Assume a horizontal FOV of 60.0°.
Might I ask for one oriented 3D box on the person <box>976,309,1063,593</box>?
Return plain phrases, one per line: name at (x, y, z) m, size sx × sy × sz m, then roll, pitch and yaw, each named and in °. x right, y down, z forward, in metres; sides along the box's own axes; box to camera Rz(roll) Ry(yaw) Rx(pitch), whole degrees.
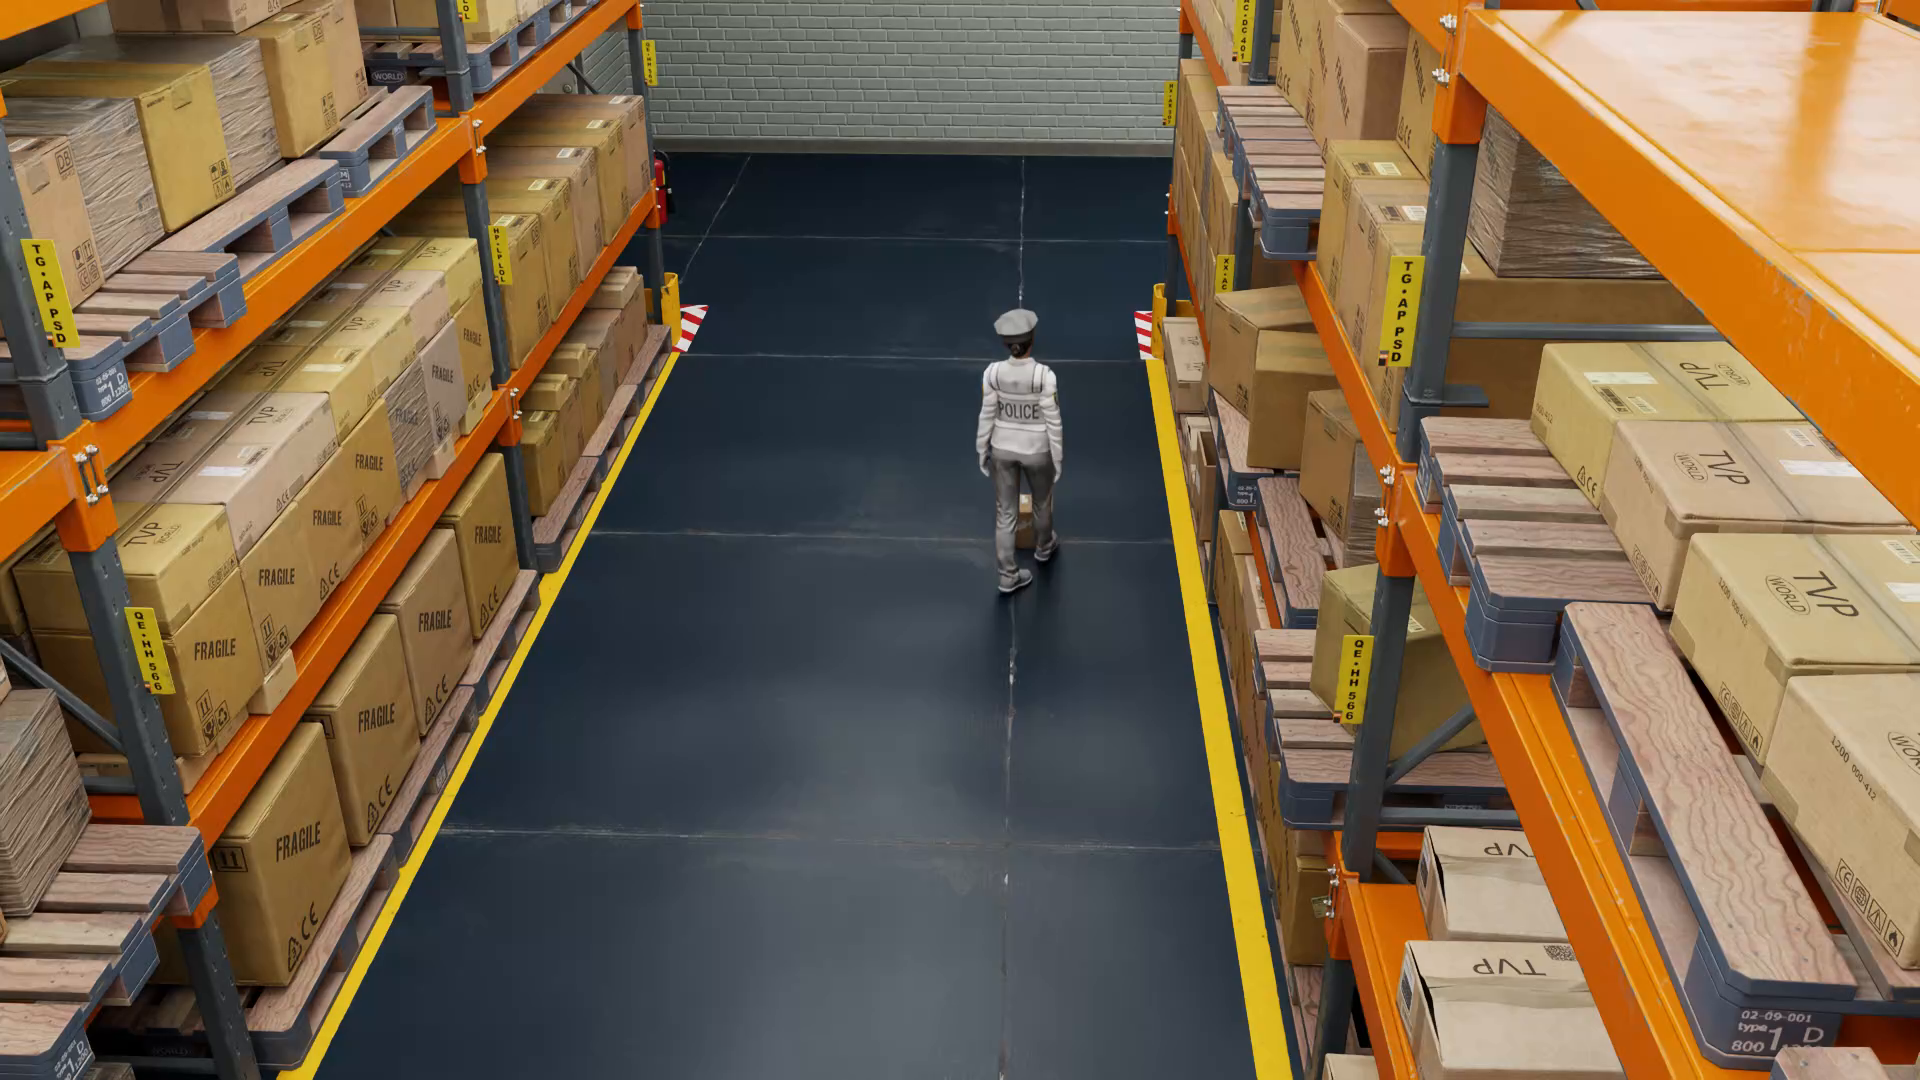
person at (0.378, -0.562, 9.653) m, size 0.516 × 1.656 × 0.713 m, roll 7°, pitch 29°, yaw 13°
